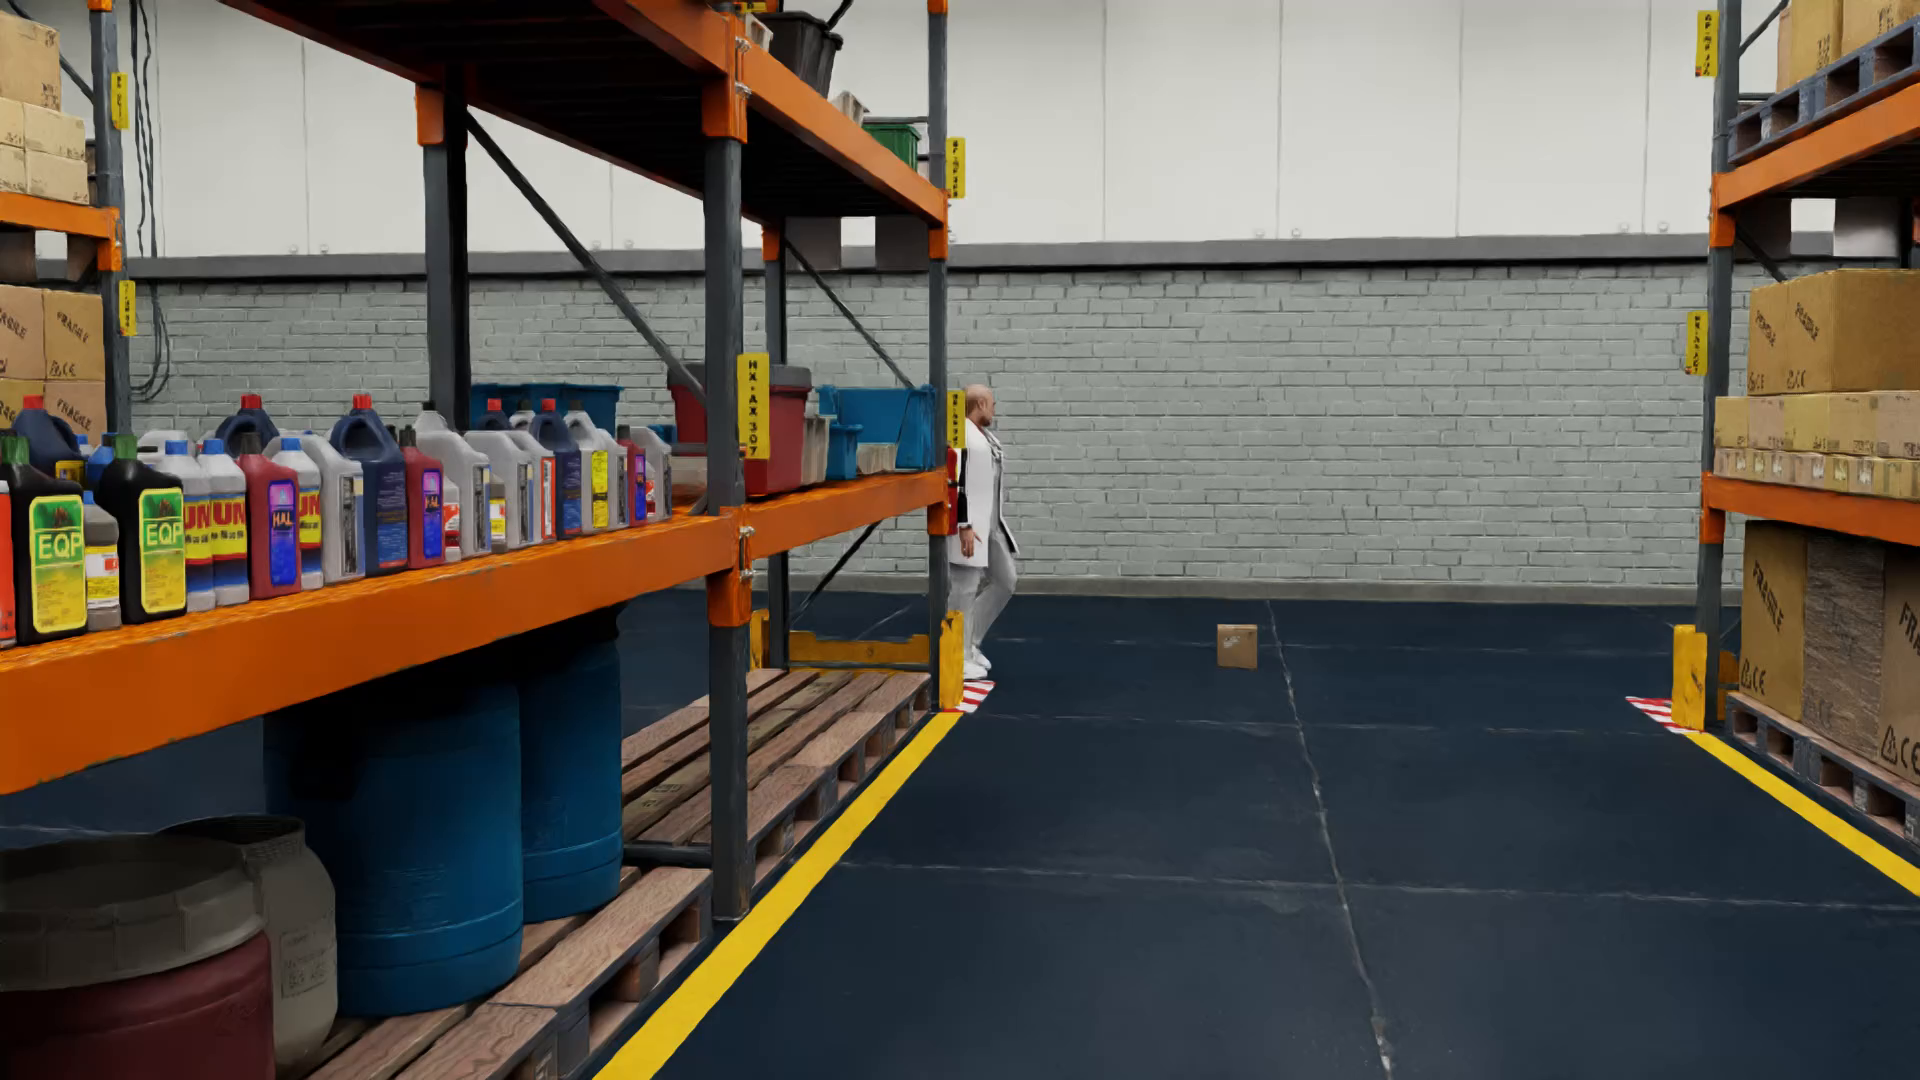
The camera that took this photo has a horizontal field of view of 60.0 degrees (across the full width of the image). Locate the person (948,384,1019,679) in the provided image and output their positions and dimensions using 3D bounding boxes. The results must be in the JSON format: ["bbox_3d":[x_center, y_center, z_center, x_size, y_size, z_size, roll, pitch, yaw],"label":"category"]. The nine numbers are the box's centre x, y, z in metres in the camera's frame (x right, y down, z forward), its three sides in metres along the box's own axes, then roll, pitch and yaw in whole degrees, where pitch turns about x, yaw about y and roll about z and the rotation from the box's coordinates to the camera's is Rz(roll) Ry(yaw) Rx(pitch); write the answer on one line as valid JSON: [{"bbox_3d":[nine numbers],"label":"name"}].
[{"bbox_3d":[0.062,-0.066,10.239,0.505,1.778,0.650,2,5,28],"label":"person"}]
